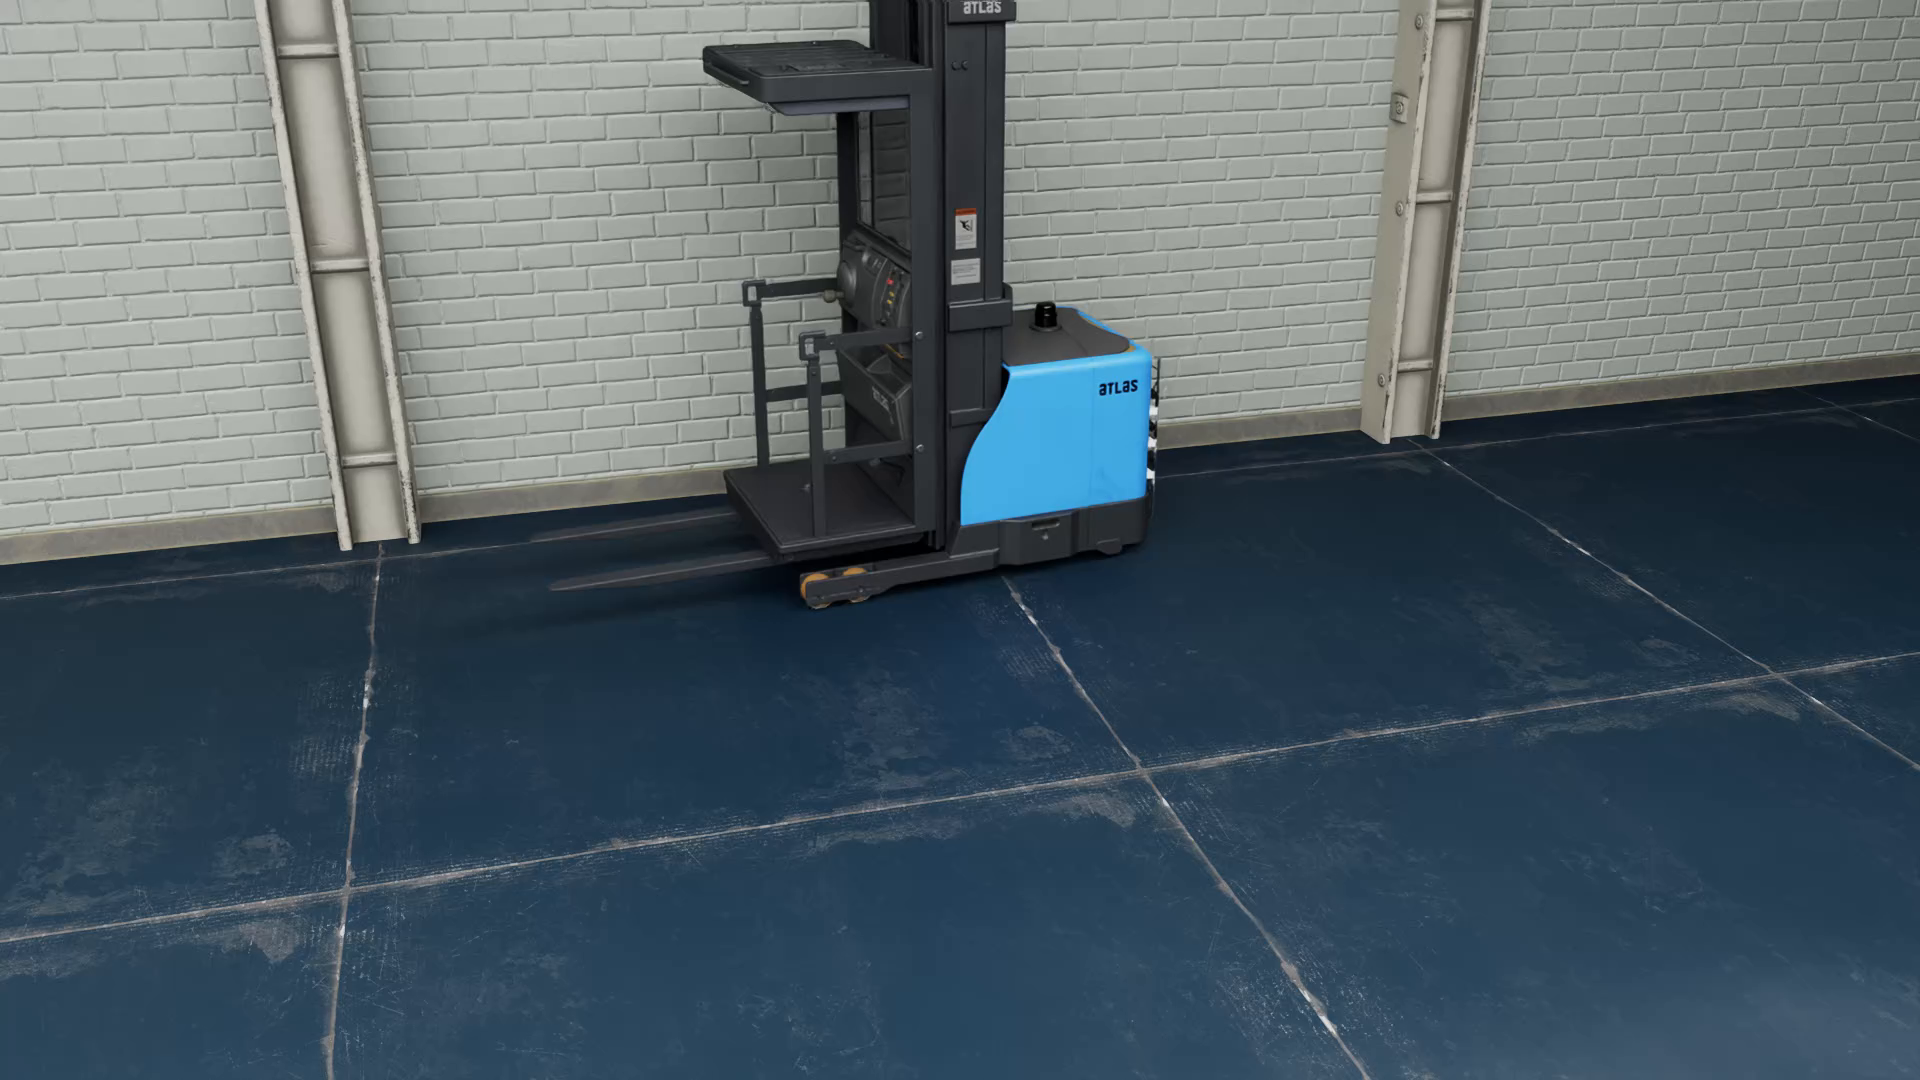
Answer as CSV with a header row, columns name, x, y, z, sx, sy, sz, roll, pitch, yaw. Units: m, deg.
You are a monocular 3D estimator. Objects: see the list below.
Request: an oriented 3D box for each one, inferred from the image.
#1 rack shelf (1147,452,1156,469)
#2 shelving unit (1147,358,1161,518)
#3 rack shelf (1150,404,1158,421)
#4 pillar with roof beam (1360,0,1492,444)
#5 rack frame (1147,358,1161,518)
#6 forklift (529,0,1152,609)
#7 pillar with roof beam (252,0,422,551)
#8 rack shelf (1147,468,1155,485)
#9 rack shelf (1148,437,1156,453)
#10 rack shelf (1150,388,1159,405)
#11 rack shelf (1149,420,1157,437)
name,x,y,z,sx,sy,sz,roll,pitch,yaw
rack shelf,0.906,-0.446,8.961,0.200,0.077,0.258,-9,25,-20
shelving unit,0.906,-0.560,8.913,0.210,0.900,0.258,-9,25,-20
rack shelf,0.906,-0.694,8.855,0.200,0.077,0.258,-9,25,-20
pillar with roof beam,3.877,-3.164,4.712,0.400,9.000,9.100,-6,24,-14
rack frame,1.000,-0.574,8.947,0.006,0.900,0.240,-9,25,-20
forklift,-0.602,-1.253,7.953,3.031,2.935,1.130,-9,25,-20
pillar with roof beam,-1.900,-2.525,3.223,0.400,9.000,9.100,-6,24,-14
rack shelf,0.906,-0.363,8.997,0.200,0.077,0.258,-9,25,-20
rack shelf,0.906,-0.529,8.926,0.200,0.077,0.258,-9,25,-20
rack shelf,0.906,-0.777,8.819,0.200,0.077,0.258,-9,25,-20
rack shelf,0.906,-0.612,8.890,0.200,0.077,0.258,-9,25,-20
